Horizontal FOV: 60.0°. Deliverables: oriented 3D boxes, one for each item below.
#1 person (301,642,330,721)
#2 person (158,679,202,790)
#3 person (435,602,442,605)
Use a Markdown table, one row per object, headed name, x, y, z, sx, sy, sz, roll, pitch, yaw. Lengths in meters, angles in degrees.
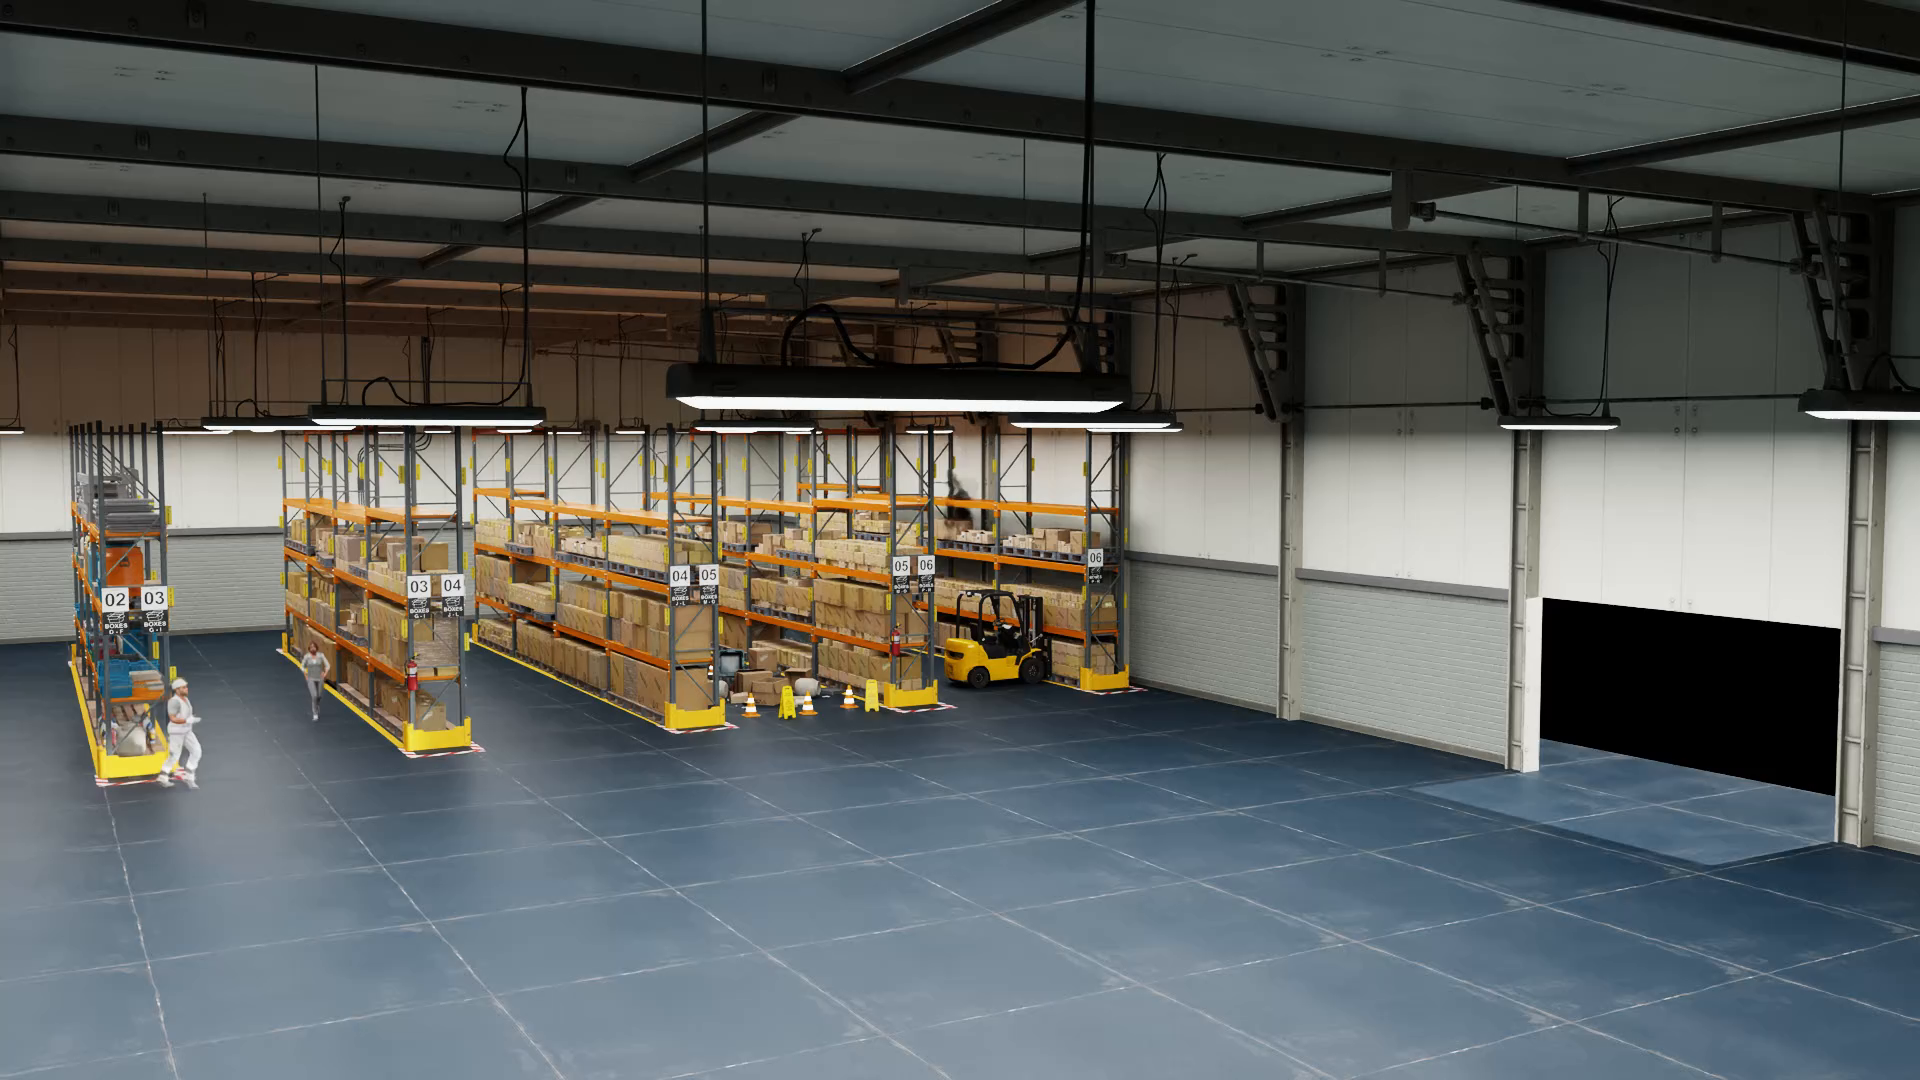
| name | x | y | z | sx | sy | sz | roll | pitch | yaw |
| --- | --- | --- | --- | --- | --- | --- | --- | --- | --- |
| person | -13.099 | 2.857 | 33.800 | 0.555 | 1.601 | 0.659 | -1 | 4 | -22 |
| person | -12.633 | 3.167 | 26.969 | 0.770 | 1.845 | 0.673 | 0 | 4 | 5 |
| person | -13.842 | 2.096 | 44.637 | 0.717 | 1.842 | 0.759 | -2 | 4 | -23 |
